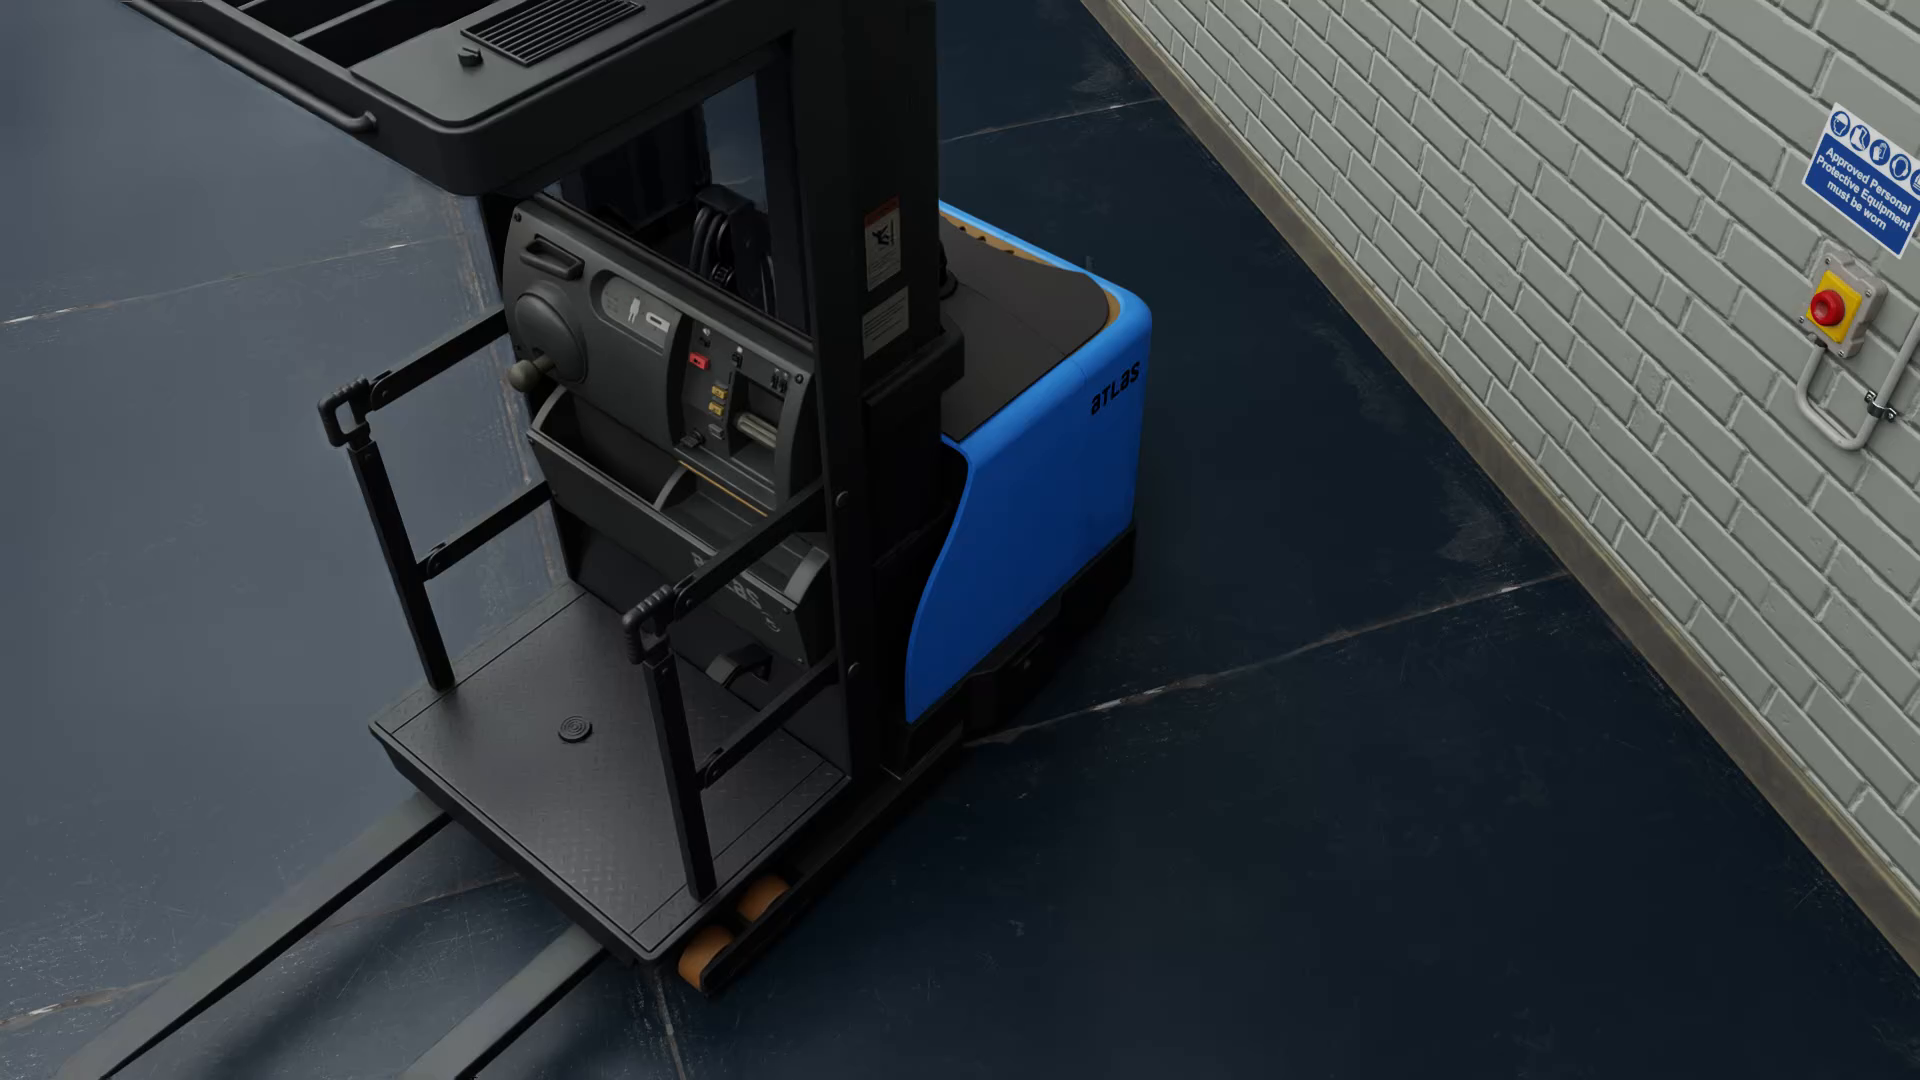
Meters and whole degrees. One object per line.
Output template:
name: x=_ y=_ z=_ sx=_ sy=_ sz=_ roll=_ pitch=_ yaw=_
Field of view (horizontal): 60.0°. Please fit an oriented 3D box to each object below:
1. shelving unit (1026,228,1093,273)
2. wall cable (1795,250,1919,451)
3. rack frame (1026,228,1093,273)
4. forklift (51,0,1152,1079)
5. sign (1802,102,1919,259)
shelving unit: x=0.224 y=-0.491 z=5.104 sx=0.258 sy=0.900 sz=0.210 roll=31 pitch=53 yaw=27
wall cable: x=2.006 y=-1.039 z=3.429 sx=0.123 sy=1.953 sz=0.585 roll=-14 pitch=47 yaw=-14
rack frame: x=0.290 y=-0.546 z=5.159 sx=0.240 sy=0.900 sz=0.006 roll=31 pitch=53 yaw=27
forklift: x=-0.812 y=-0.323 z=3.503 sx=1.130 sy=2.935 sz=3.031 roll=31 pitch=53 yaw=27
sign: x=2.047 y=-0.812 z=3.751 sx=0.001 sy=0.218 sz=0.327 roll=-14 pitch=47 yaw=-14
